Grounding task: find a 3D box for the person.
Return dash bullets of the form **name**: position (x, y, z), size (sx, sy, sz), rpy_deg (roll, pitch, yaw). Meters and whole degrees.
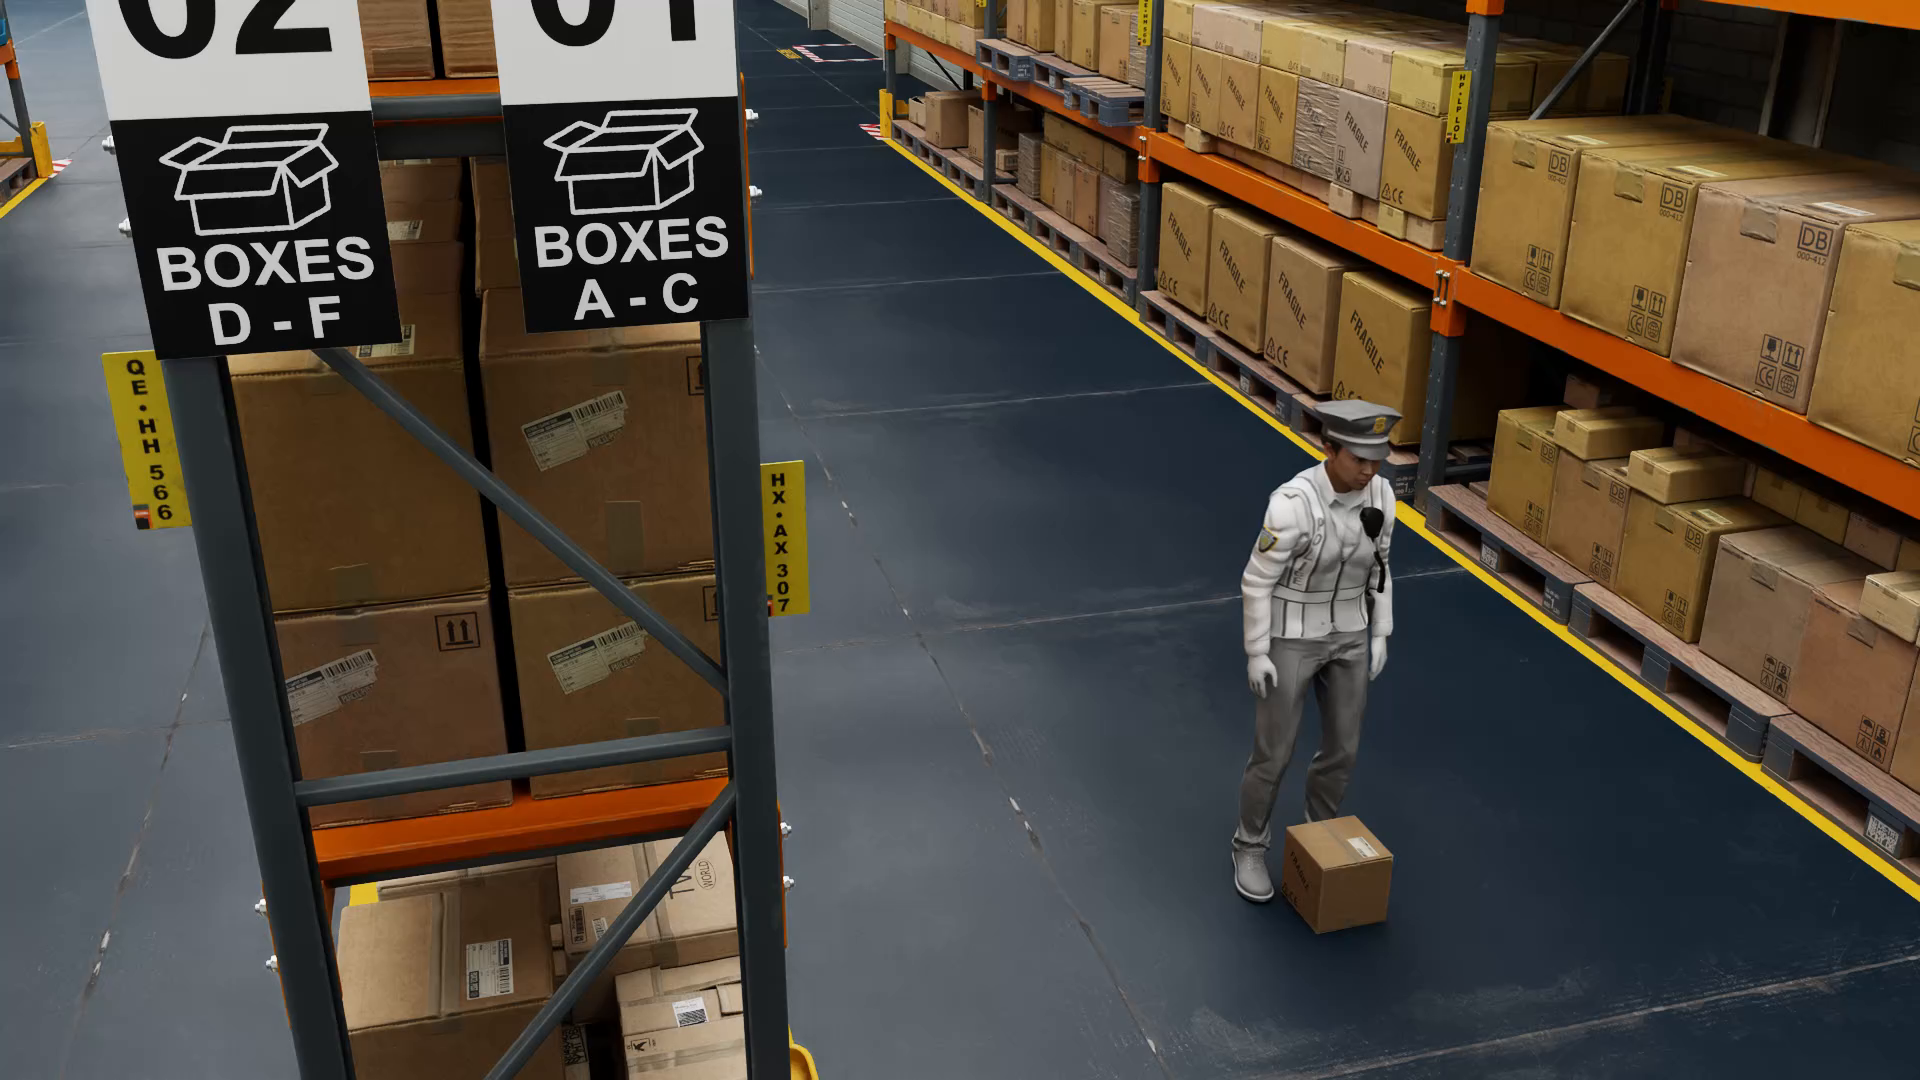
- **person**: position (1.142, 0.337, 5.302), size (0.532, 1.661, 0.375), rpy_deg (-7, 24, -17)
